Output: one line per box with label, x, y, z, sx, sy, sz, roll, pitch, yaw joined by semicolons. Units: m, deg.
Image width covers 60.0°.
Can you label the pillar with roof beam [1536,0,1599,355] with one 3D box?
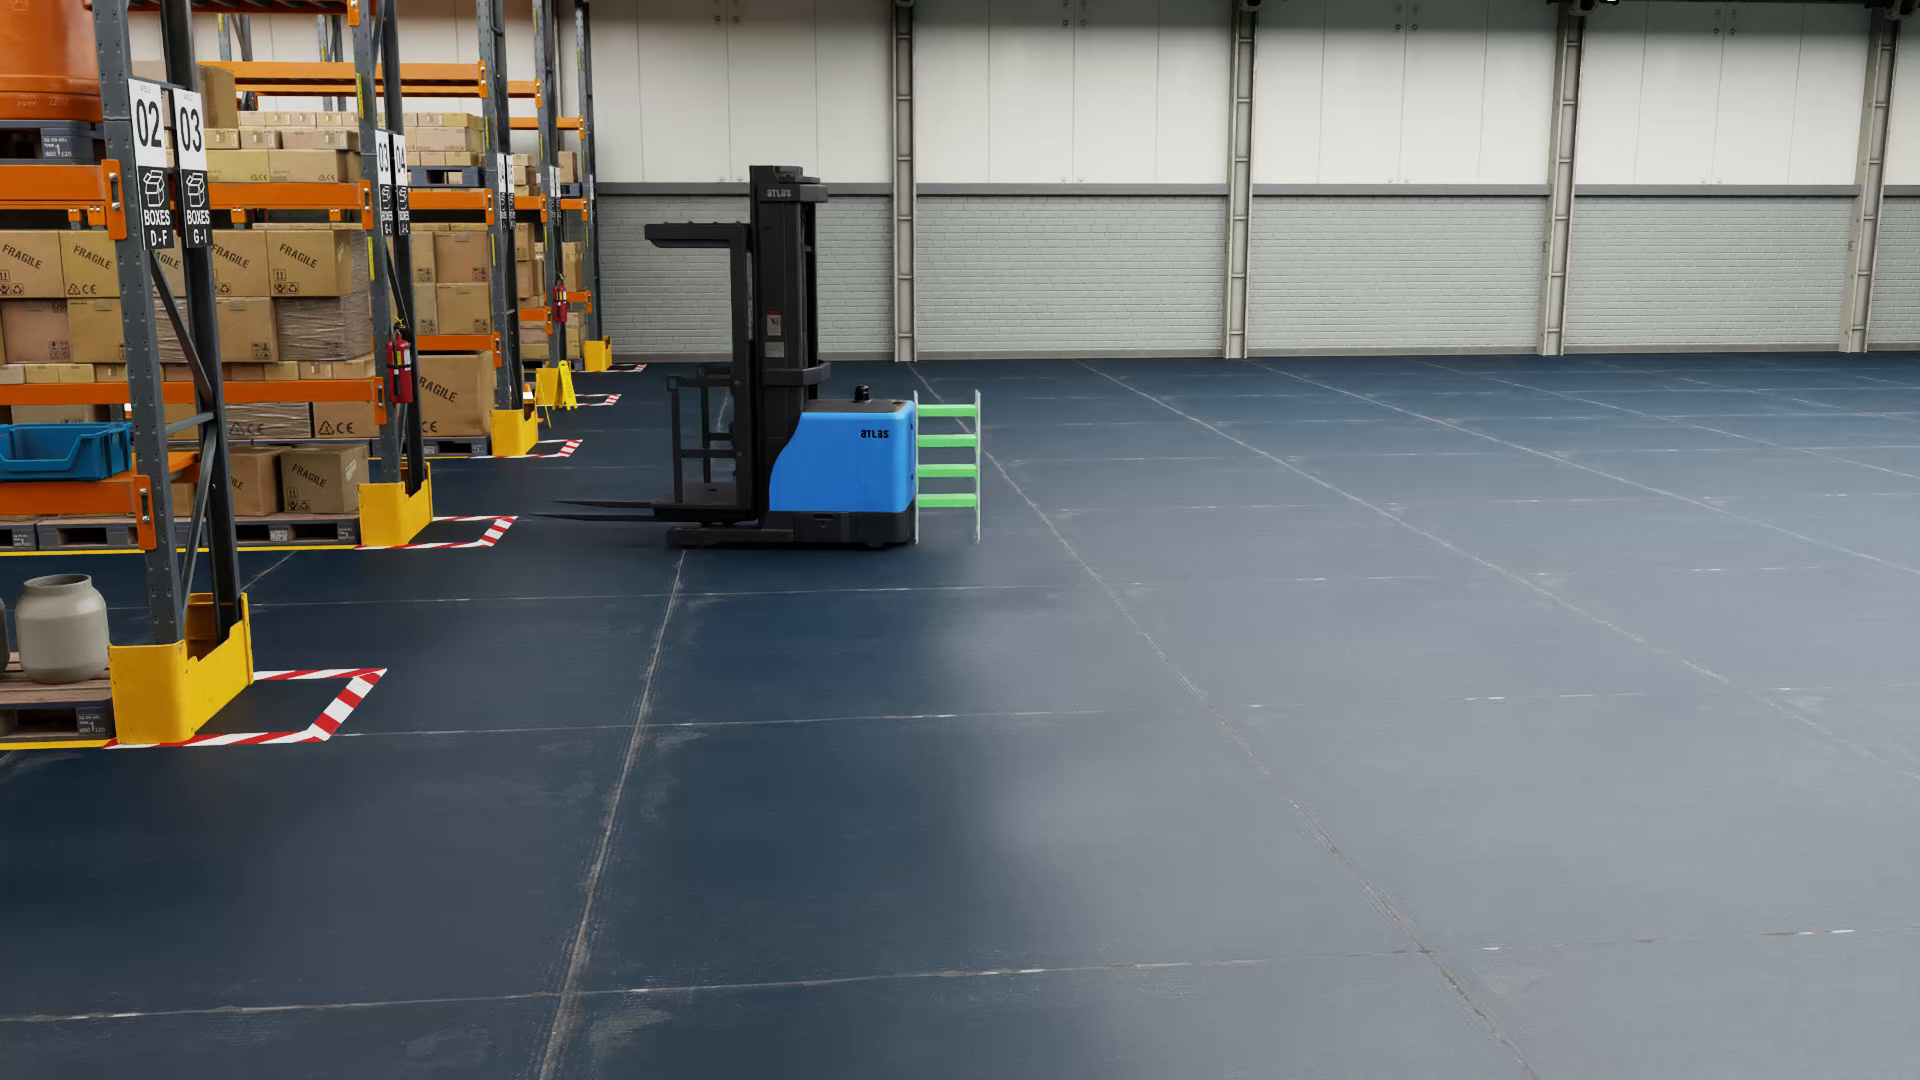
pillar with roof beam;11.420;-7.038;25.838;0.548;9.000;9.100;-1;11;-6

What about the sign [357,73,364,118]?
sign;-4.500;-3.333;12.477;0.005;0.325;0.100;-1;11;-6

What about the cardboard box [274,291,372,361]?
cardboard box;-5.090;-1.723;13.325;0.500;0.500;0.875;-1;11;-6

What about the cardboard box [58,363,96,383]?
cardboard box;-6.781;-1.308;12.897;0.250;0.149;0.380;-1;11;-6

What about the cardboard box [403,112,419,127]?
cardboard box;-5.777;-4.400;17.433;0.250;0.149;0.380;-1;11;-5

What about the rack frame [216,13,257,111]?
rack frame;-9.587;-6.295;22.059;0.127;3.000;1.000;-1;11;-6

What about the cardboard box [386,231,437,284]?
cardboard box;-5.885;-3.061;17.975;0.550;0.550;0.875;-1;11;-6

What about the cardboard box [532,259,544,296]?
cardboard box;-6.111;-3.673;23.244;0.500;0.500;0.500;-1;11;-7

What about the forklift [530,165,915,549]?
forklift;-1.892;-1.466;13.229;3.031;2.935;1.130;1;11;4

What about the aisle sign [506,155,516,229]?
aisle sign;-4.937;-3.822;18.293;0.004;0.787;0.394;-1;11;-6

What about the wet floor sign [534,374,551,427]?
wet floor sign;-5.160;-1.712;20.406;0.232;0.644;0.267;-3;12;-16

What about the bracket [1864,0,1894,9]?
bracket;16.546;-9.678;29.936;0.430;0.232;0.235;-1;11;-6

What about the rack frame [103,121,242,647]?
rack frame;-4.005;-0.584;8.563;0.127;3.000;1.000;-1;11;-6

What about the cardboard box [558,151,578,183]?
cardboard box;-6.564;-6.106;27.270;0.500;0.500;0.500;-1;11;-4

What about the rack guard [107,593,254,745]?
rack guard;-4.076;0.653;8.751;0.348;0.500;1.175;-1;11;-6

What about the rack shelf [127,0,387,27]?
rack shelf;-6.528;-4.081;12.674;4.000;0.370;1.077;-1;11;-6

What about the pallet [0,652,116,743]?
pallet;-4.884;0.811;8.698;1.213;0.211;1.003;-1;11;-6

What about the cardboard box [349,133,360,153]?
cardboard box;-4.839;-3.166;13.278;0.250;0.149;0.380;-1;11;-6

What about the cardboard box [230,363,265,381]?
cardboard box;-5.543;-1.343;13.073;0.250;0.149;0.380;-1;11;-6

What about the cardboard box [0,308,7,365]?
cardboard box;-7.562;-1.647;12.939;0.500;0.500;0.875;-1;11;-6

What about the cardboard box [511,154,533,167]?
cardboard box;-5.915;-5.111;22.396;0.250;0.149;0.380;-1;11;-6

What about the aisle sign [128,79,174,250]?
aisle sign;-3.901;-1.804;8.030;0.004;0.787;0.394;-1;11;-6

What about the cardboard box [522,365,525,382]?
cardboard box;-6.442;-2.328;23.471;0.500;0.250;0.500;-1;11;-7

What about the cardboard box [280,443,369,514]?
cardboard box;-5.163;-0.504;13.546;0.500;0.500;0.500;1;11;4

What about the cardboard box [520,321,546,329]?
cardboard box;-7.081;-3.653;27.619;0.500;0.250;0.500;-1;11;-5

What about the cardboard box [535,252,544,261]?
cardboard box;-6.980;-4.688;27.497;0.250;0.149;0.380;-1;11;-5

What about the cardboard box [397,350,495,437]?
cardboard box;-5.642;-1.624;18.272;0.875;0.875;0.875;-1;11;-6

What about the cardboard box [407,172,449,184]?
cardboard box;-7.105;-4.894;22.329;0.500;0.250;0.500;-1;11;-4

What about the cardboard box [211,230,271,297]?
cardboard box;-5.557;-2.149;12.902;0.500;0.500;0.500;-1;11;-6

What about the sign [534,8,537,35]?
sign;-5.570;-6.807;21.834;0.005;0.325;0.100;-1;11;-6

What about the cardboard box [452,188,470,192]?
cardboard box;-6.705;-4.719;22.471;0.250;0.149;0.380;-1;11;-6

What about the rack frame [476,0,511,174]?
rack frame;-4.975;-5.431;17.665;0.127;3.000;1.000;-1;11;-6

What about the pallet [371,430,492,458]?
pallet;-5.762;-1.087;18.352;1.213;0.211;1.003;-1;11;-6

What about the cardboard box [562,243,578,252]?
cardboard box;-6.483;-4.852;27.559;0.250;0.149;0.380;-1;11;-6

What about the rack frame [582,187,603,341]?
rack frame;-6.150;-4.386;27.903;0.127;3.000;1.000;-1;11;-6

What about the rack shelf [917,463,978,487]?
rack shelf;-0.104;-0.520;13.233;0.480;0.148;0.258;-1;11;-3

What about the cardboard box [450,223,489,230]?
cardboard box;-6.598;-4.058;22.614;0.500;0.500;0.700;-1;11;-6

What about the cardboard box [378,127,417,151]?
cardboard box;-5.929;-4.213;17.514;0.500;0.250;0.500;-1;11;-6

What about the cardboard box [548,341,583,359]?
cardboard box;-6.583;-3.173;27.770;0.500;0.250;0.500;-1;11;-6

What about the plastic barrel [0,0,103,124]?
plastic barrel;-4.474;-2.438;8.017;0.708;0.830;0.600;-1;11;-6

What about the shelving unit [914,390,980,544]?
shelving unit;-0.104;-0.583;13.221;0.503;1.200;0.258;-1;11;-3

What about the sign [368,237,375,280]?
sign;-4.500;-2.150;12.709;0.005;0.325;0.100;-1;11;-6

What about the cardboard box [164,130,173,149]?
cardboard box;-6.077;-3.037;12.617;0.250;0.149;0.380;-2;11;-9

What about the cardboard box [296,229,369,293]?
cardboard box;-5.116;-2.260;13.468;0.500;0.500;0.500;-1;11;-6

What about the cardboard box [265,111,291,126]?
cardboard box;-7.041;-4.373;17.296;0.250;0.149;0.380;-1;11;-6

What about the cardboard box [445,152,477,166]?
cardboard box;-5.269;-4.019;17.563;0.250;0.149;0.380;-1;11;-6

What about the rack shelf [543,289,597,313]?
rack shelf;-8.138;-3.992;27.761;4.000;0.370;1.077;-1;11;-6

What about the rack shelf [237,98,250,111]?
rack shelf;-11.575;-5.704;21.955;4.000;0.370;1.077;-1;11;-6
